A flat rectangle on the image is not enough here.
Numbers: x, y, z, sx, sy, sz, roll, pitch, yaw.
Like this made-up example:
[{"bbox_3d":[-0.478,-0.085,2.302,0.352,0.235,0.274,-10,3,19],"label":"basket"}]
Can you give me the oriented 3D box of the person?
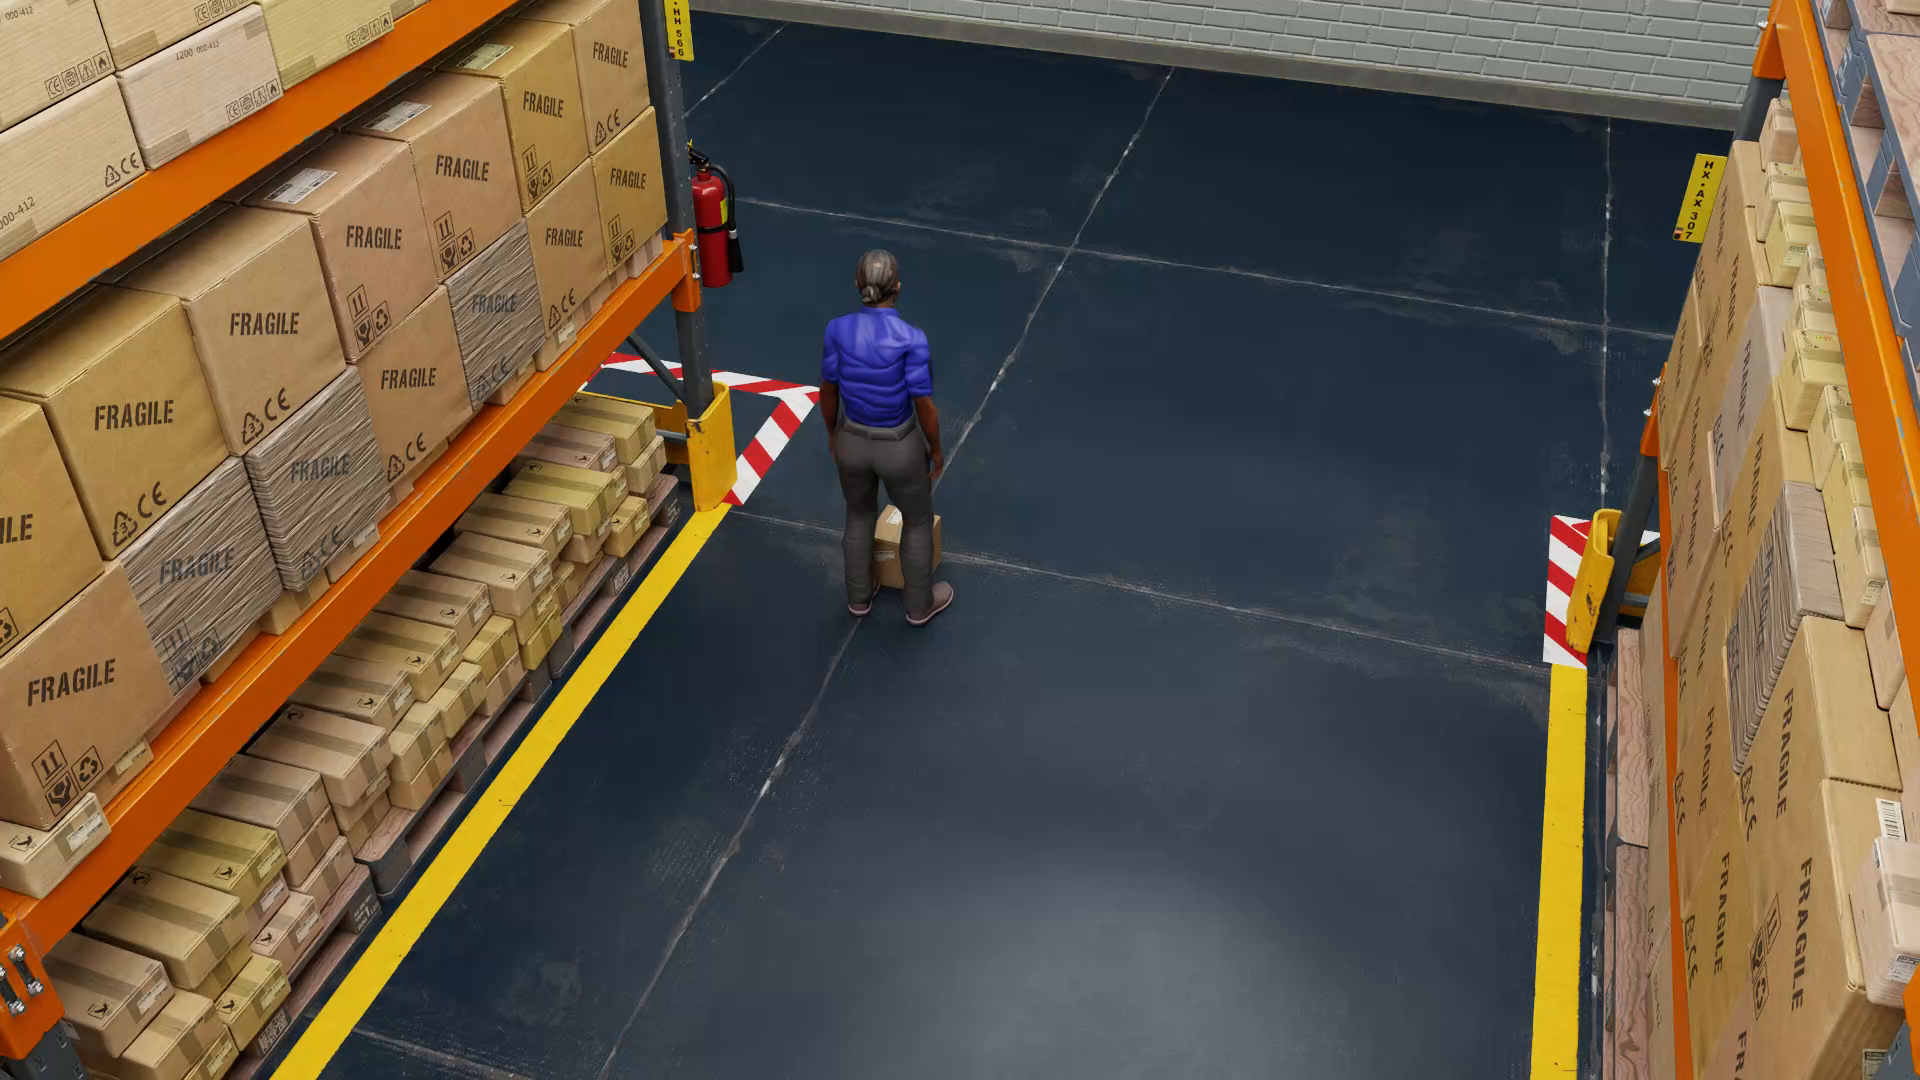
[{"bbox_3d":[-0.303,-0.381,6.655,0.504,1.654,0.349,11,39,14],"label":"person"}]
